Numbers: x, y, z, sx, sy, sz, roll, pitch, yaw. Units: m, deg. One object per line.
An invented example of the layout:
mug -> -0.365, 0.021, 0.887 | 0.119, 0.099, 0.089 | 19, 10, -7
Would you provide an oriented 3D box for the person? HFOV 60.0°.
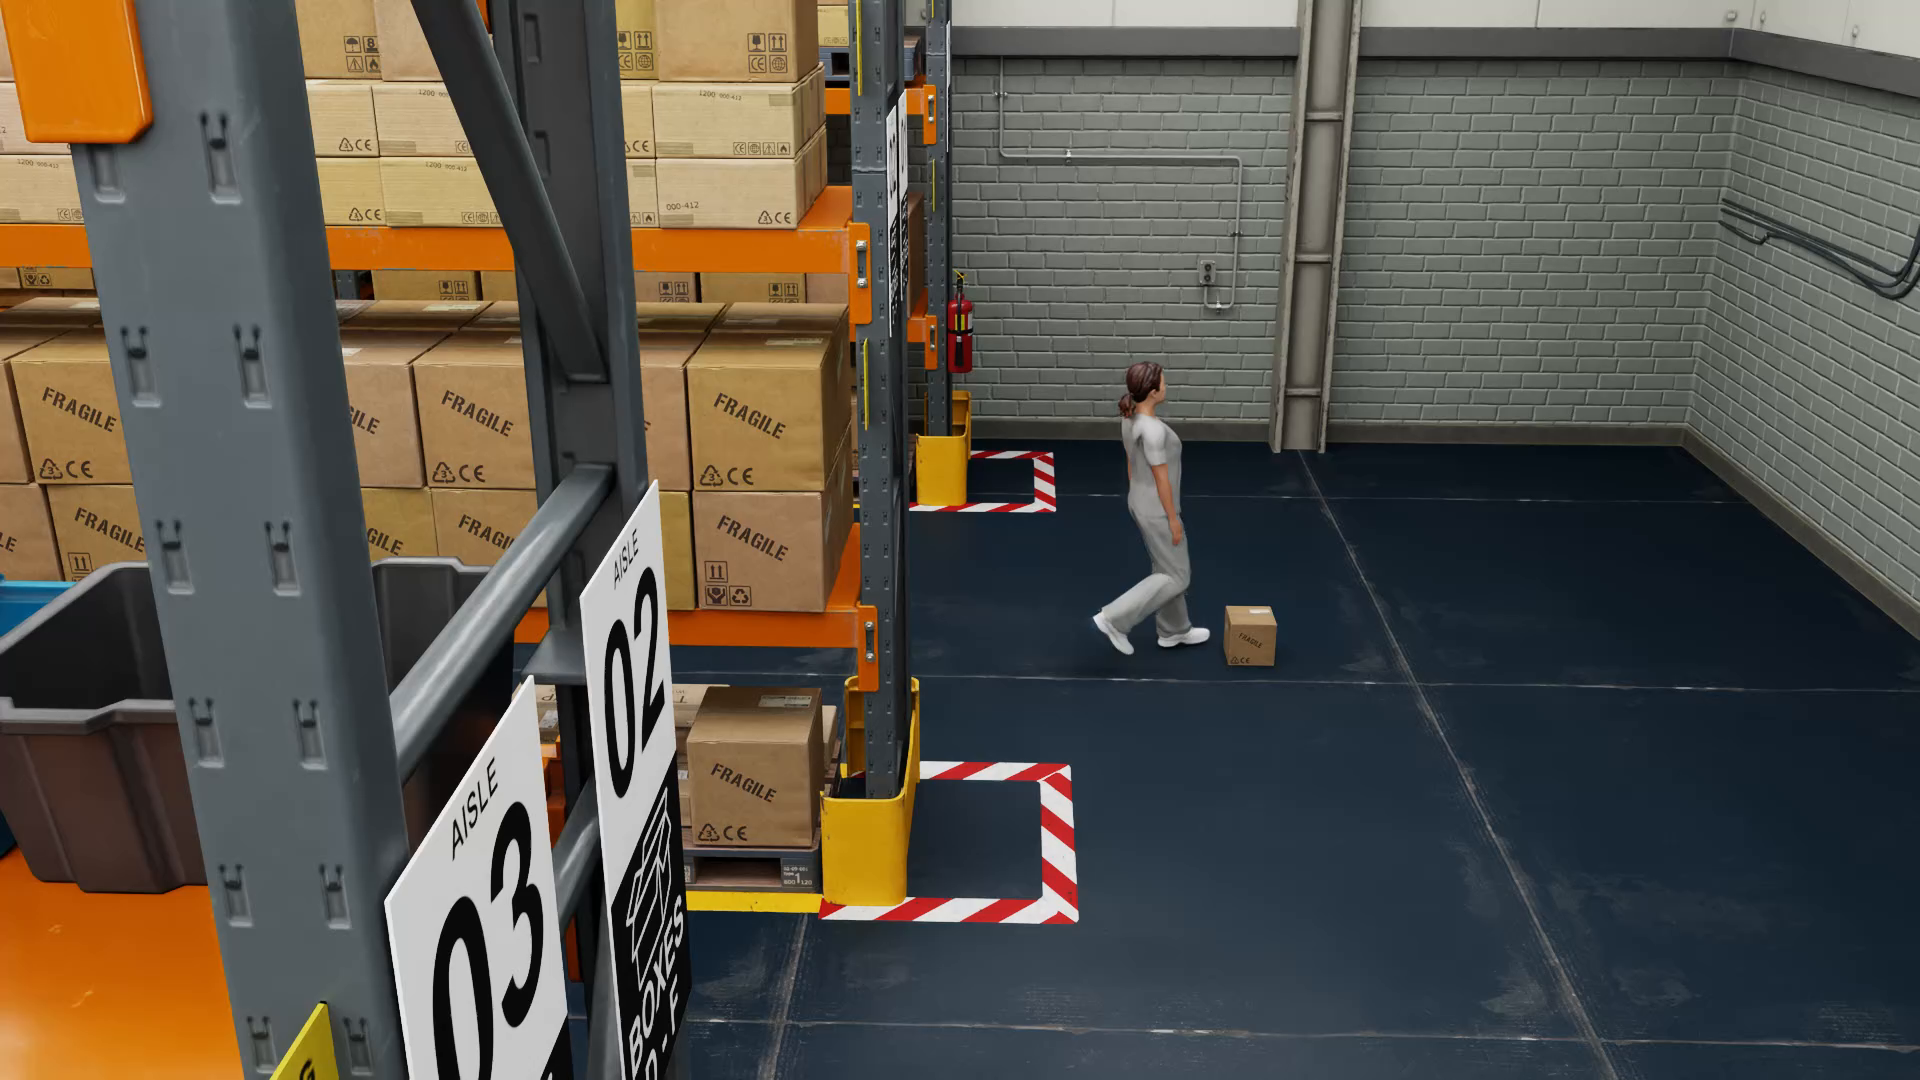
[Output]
person -> 1.062, -0.156, 8.951 | 0.739, 1.653, 0.460 | -4, 21, -10
